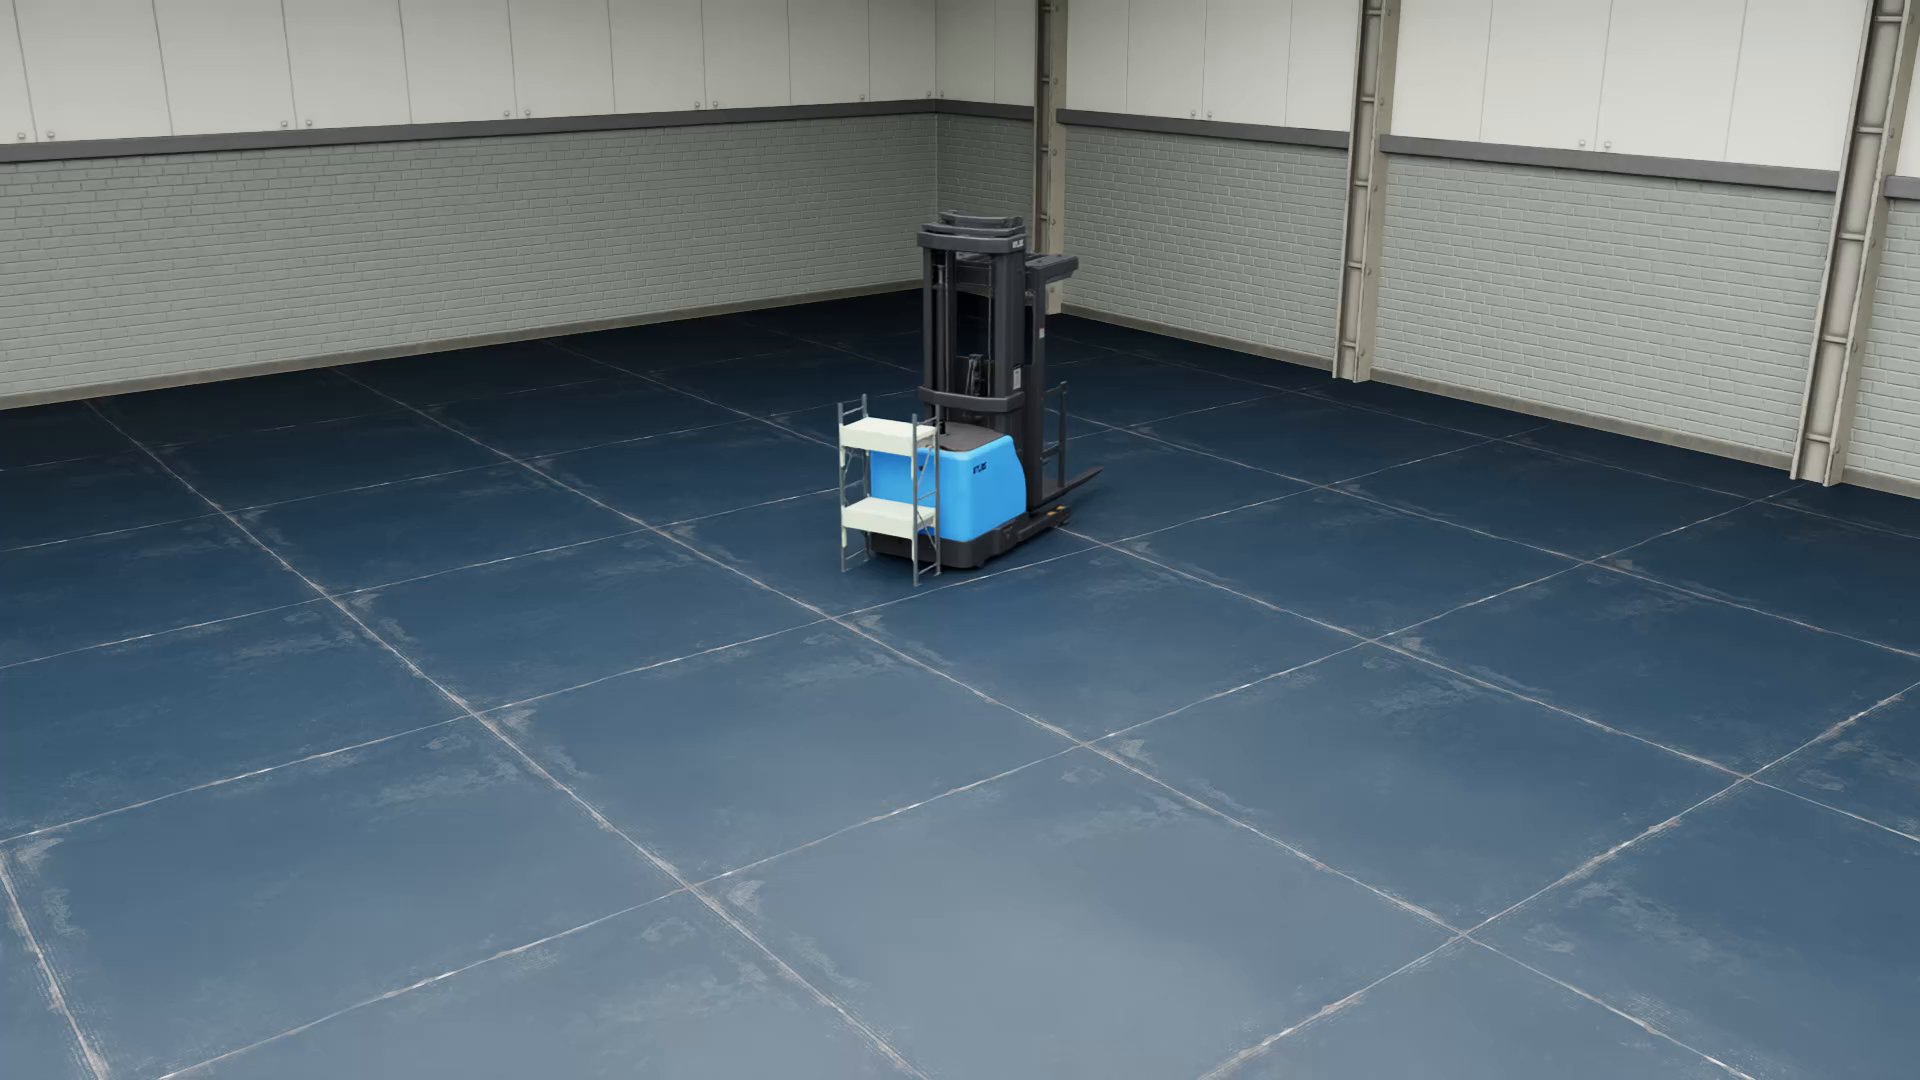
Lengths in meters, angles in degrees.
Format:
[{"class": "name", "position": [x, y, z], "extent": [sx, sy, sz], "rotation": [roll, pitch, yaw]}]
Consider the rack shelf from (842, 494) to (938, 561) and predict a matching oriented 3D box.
[{"class": "rack shelf", "position": [-0.596, -0.115, 14.248], "extent": [0.720, 0.370, 0.431], "rotation": [10, 21, 29]}]

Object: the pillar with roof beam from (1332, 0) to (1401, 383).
[{"class": "pillar with roof beam", "position": [1.708, -5.529, 17.631], "extent": [9.100, 9.000, 0.400], "rotation": [-14, 23, -36]}]

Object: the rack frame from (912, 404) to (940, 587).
[{"class": "rack frame", "position": [-0.281, -0.366, 13.970], "extent": [0.023, 1.500, 0.400], "rotation": [10, 21, 29]}]

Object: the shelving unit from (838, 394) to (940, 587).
[{"class": "shelving unit", "position": [-0.596, -0.424, 14.146], "extent": [0.755, 1.500, 0.431], "rotation": [10, 21, 29]}]

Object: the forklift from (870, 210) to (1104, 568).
[{"class": "forklift", "position": [0.391, -1.561, 15.301], "extent": [1.130, 2.935, 3.031], "rotation": [11, 21, 29]}]

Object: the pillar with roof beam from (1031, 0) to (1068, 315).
[{"class": "pillar with roof beam", "position": [-2.017, -7.007, 22.096], "extent": [9.100, 9.000, 0.400], "rotation": [-14, 23, -36]}]

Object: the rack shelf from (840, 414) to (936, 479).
[{"class": "rack shelf", "position": [-0.596, -0.795, 14.023], "extent": [0.720, 0.370, 0.431], "rotation": [10, 21, 29]}]

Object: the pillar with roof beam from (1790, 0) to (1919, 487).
[{"class": "pillar with roof beam", "position": [5.434, -4.050, 13.166], "extent": [9.100, 9.000, 0.400], "rotation": [-14, 23, -36]}]

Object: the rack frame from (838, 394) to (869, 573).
[{"class": "rack frame", "position": [-0.912, -0.483, 14.322], "extent": [0.023, 1.500, 0.400], "rotation": [10, 21, 29]}]
